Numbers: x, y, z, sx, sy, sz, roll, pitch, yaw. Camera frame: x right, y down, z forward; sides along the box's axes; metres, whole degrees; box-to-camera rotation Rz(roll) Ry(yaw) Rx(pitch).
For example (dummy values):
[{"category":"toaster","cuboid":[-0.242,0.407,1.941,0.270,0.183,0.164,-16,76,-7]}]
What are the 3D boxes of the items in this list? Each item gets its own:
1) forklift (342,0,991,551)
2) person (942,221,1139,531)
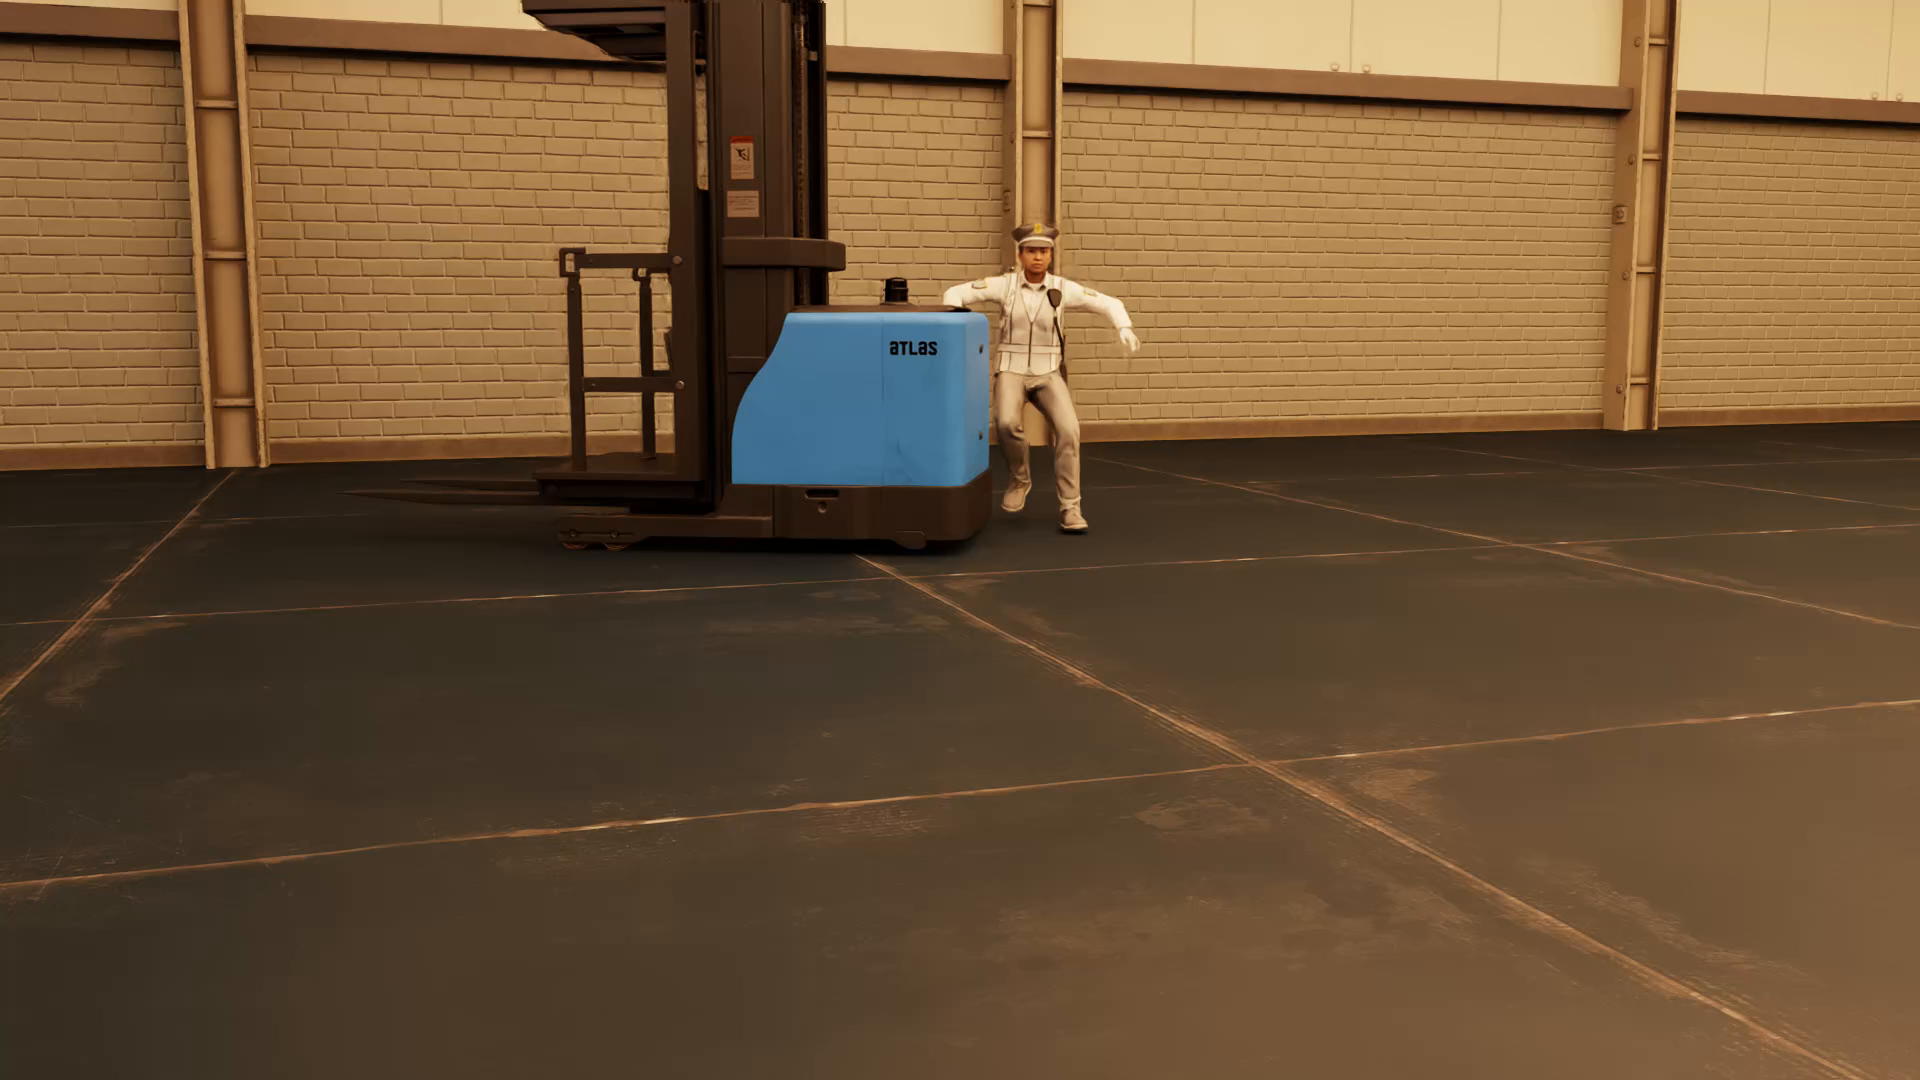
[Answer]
[{"category":"forklift","cuboid":[-1.403,-1.473,7.880,3.031,2.935,1.130,1,8,8]},{"category":"person","cuboid":[0.403,-0.830,8.340,0.990,1.523,0.766,0,8,0]}]
